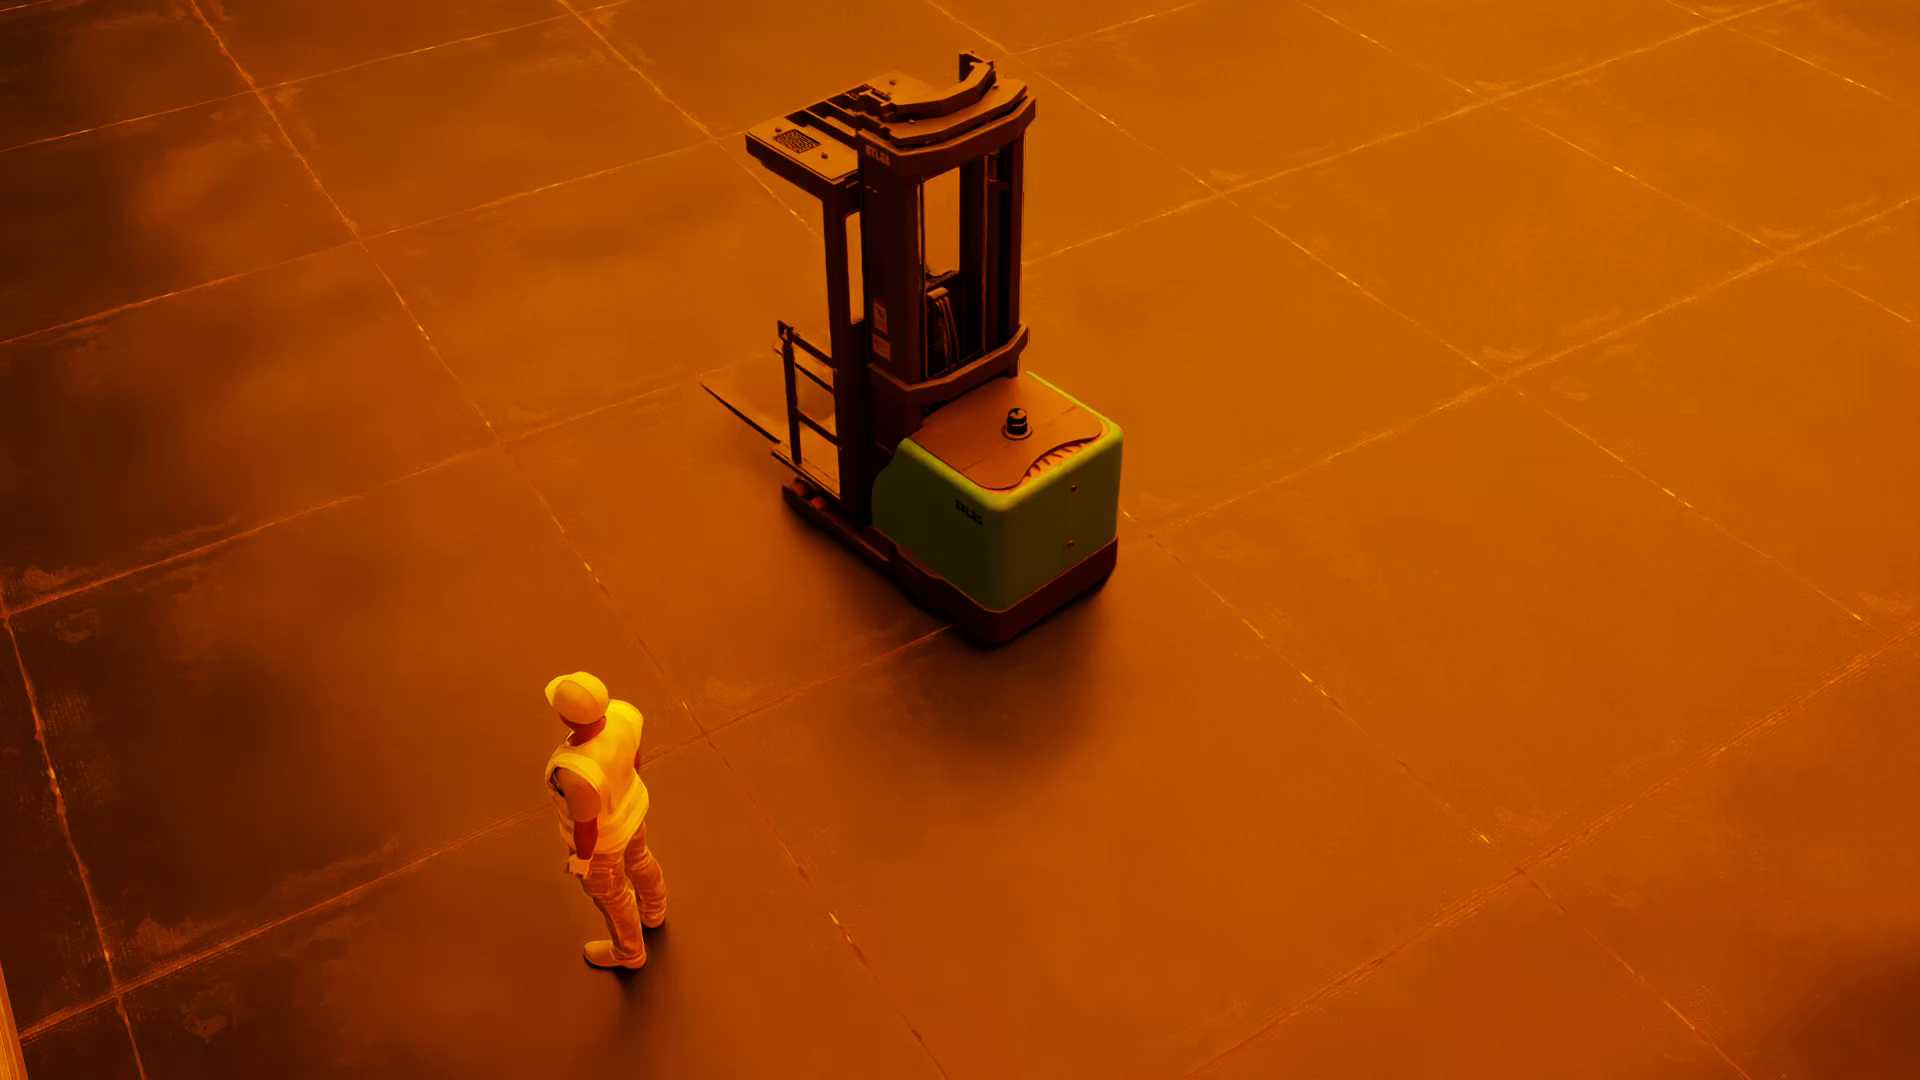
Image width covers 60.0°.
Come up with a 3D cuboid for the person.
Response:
[{"bbox_3d":[-1.577,1.230,7.333,0.369,1.790,0.547,13,43,14],"label":"person"}]

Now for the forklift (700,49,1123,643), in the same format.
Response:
[{"bbox_3d":[-0.448,-1.406,9.480,1.130,2.935,3.031,-31,50,-31],"label":"forklift"}]
